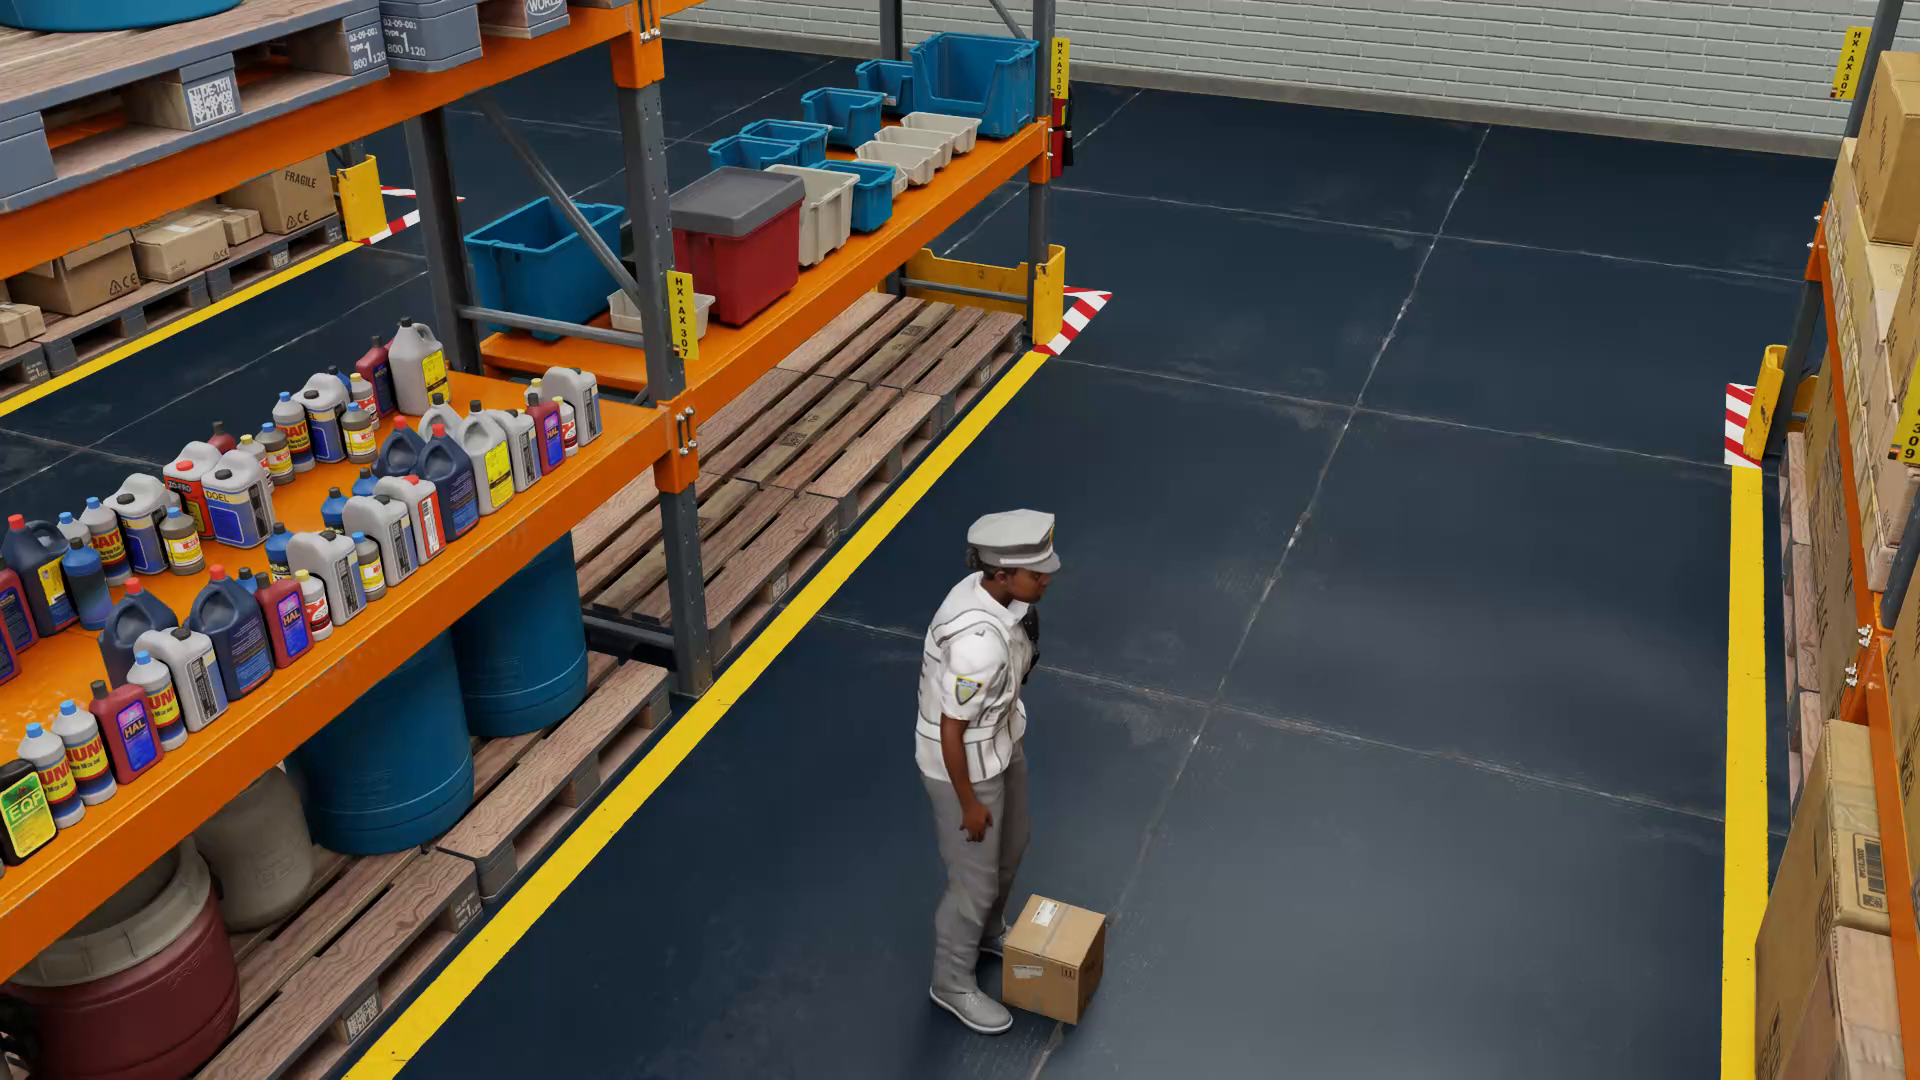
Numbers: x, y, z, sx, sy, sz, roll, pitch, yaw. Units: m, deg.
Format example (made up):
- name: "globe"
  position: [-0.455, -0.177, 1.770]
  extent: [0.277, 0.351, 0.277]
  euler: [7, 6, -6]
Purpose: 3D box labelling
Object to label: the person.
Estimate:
- name: "person"
  position: [0.075, 0.668, 4.961]
  extent: [0.397, 1.660, 0.531]
  euler: [9, 31, 16]
